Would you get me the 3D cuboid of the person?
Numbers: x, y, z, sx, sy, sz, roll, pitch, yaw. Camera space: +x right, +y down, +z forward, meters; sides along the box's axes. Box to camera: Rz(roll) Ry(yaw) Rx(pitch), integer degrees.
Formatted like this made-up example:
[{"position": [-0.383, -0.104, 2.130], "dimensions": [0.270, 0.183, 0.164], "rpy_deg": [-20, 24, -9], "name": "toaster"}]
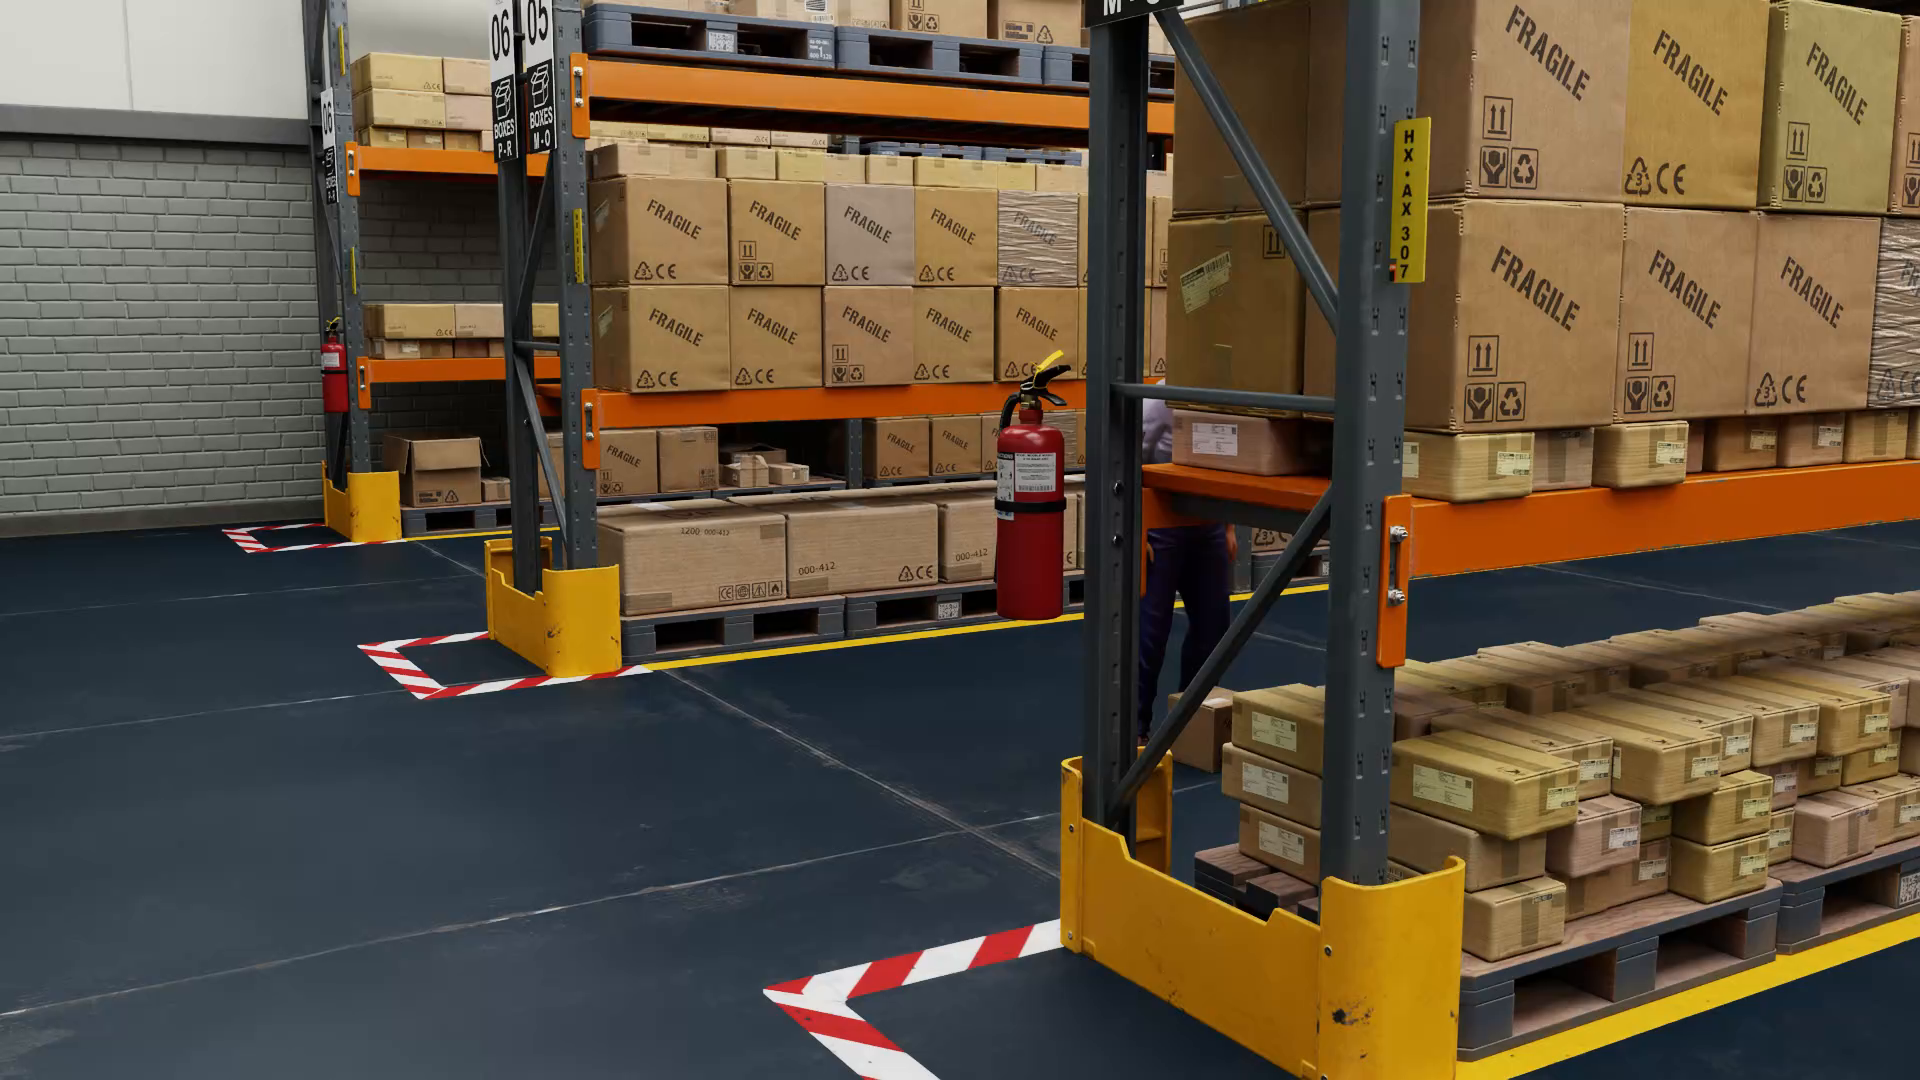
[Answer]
[{"position": [0.845, -0.004, 6.379], "dimensions": [0.541, 1.652, 0.413], "rpy_deg": [-5, 10, -31], "name": "person"}]
